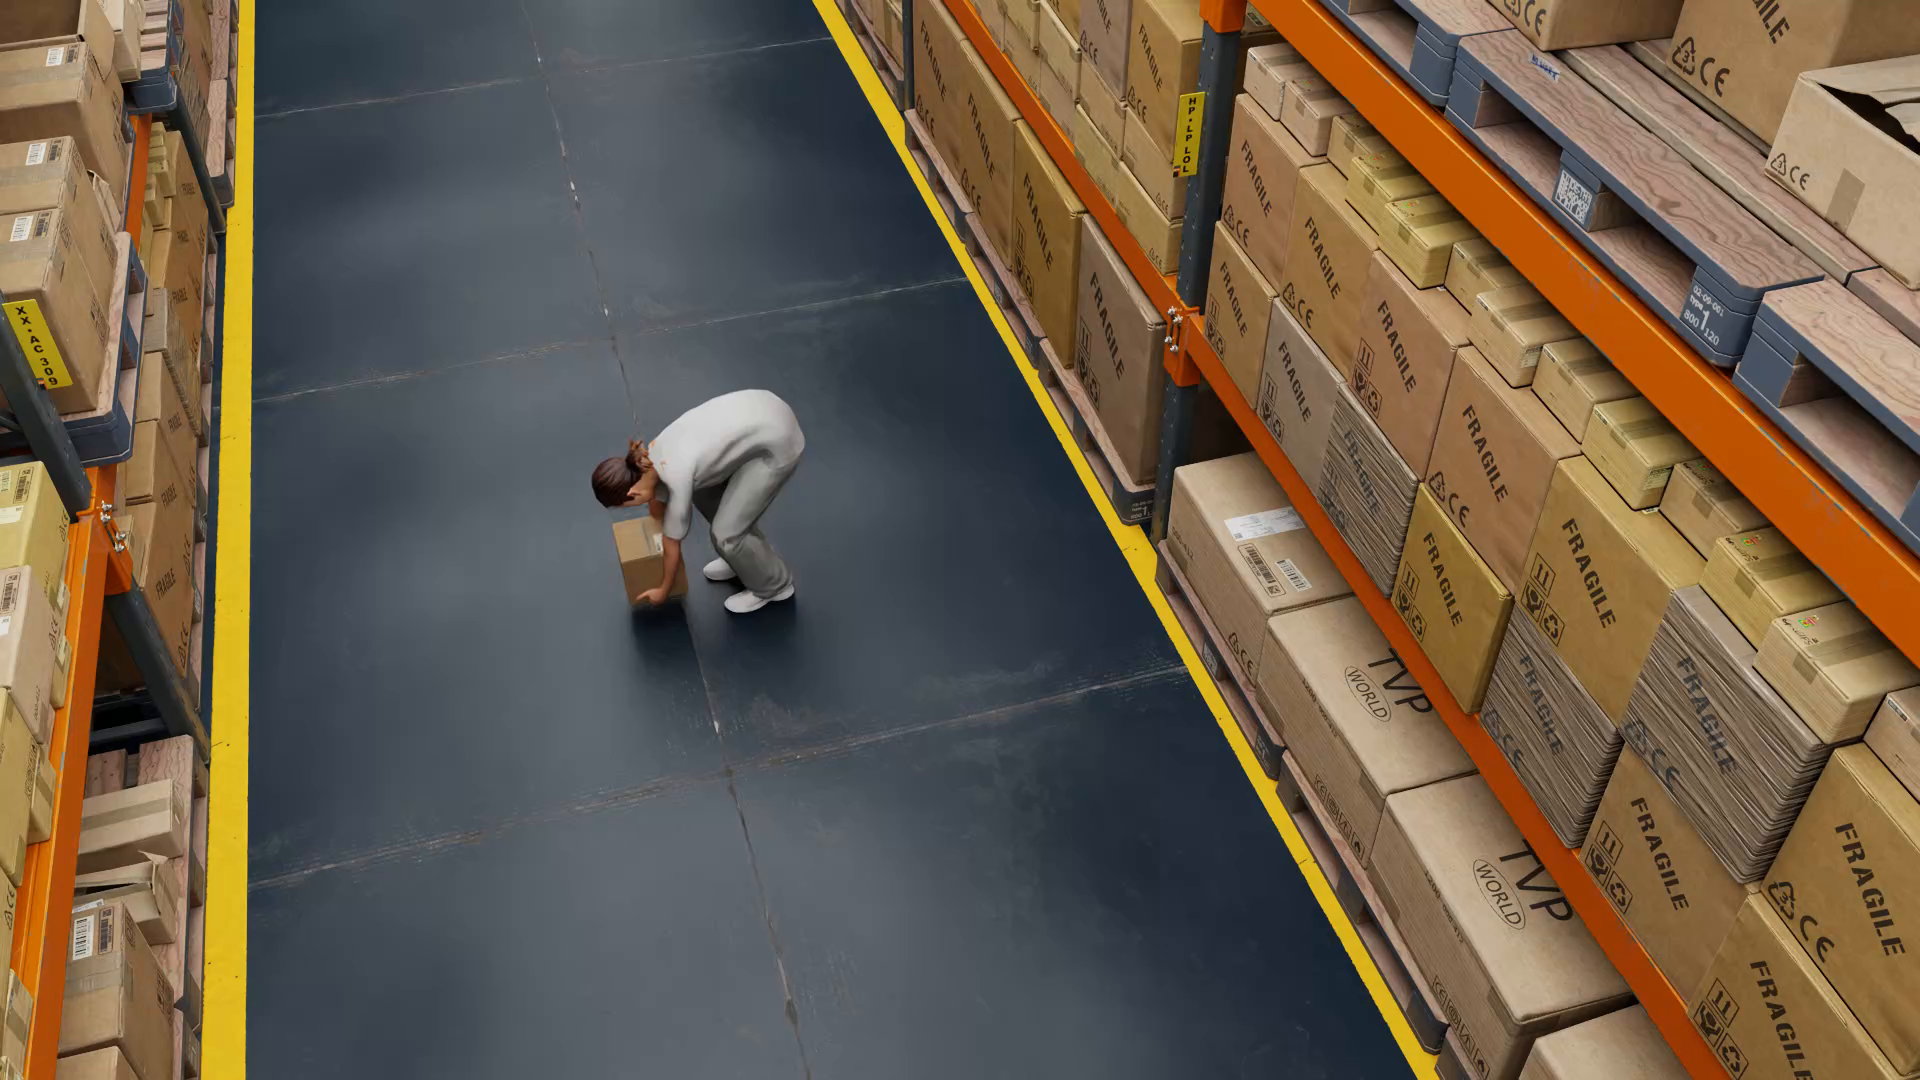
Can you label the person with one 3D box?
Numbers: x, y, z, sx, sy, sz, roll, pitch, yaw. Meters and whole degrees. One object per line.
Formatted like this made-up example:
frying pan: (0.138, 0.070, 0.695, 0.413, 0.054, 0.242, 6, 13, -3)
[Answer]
person: (-1.047, -0.126, 6.828, 0.858, 0.962, 0.451, -14, 44, -15)
